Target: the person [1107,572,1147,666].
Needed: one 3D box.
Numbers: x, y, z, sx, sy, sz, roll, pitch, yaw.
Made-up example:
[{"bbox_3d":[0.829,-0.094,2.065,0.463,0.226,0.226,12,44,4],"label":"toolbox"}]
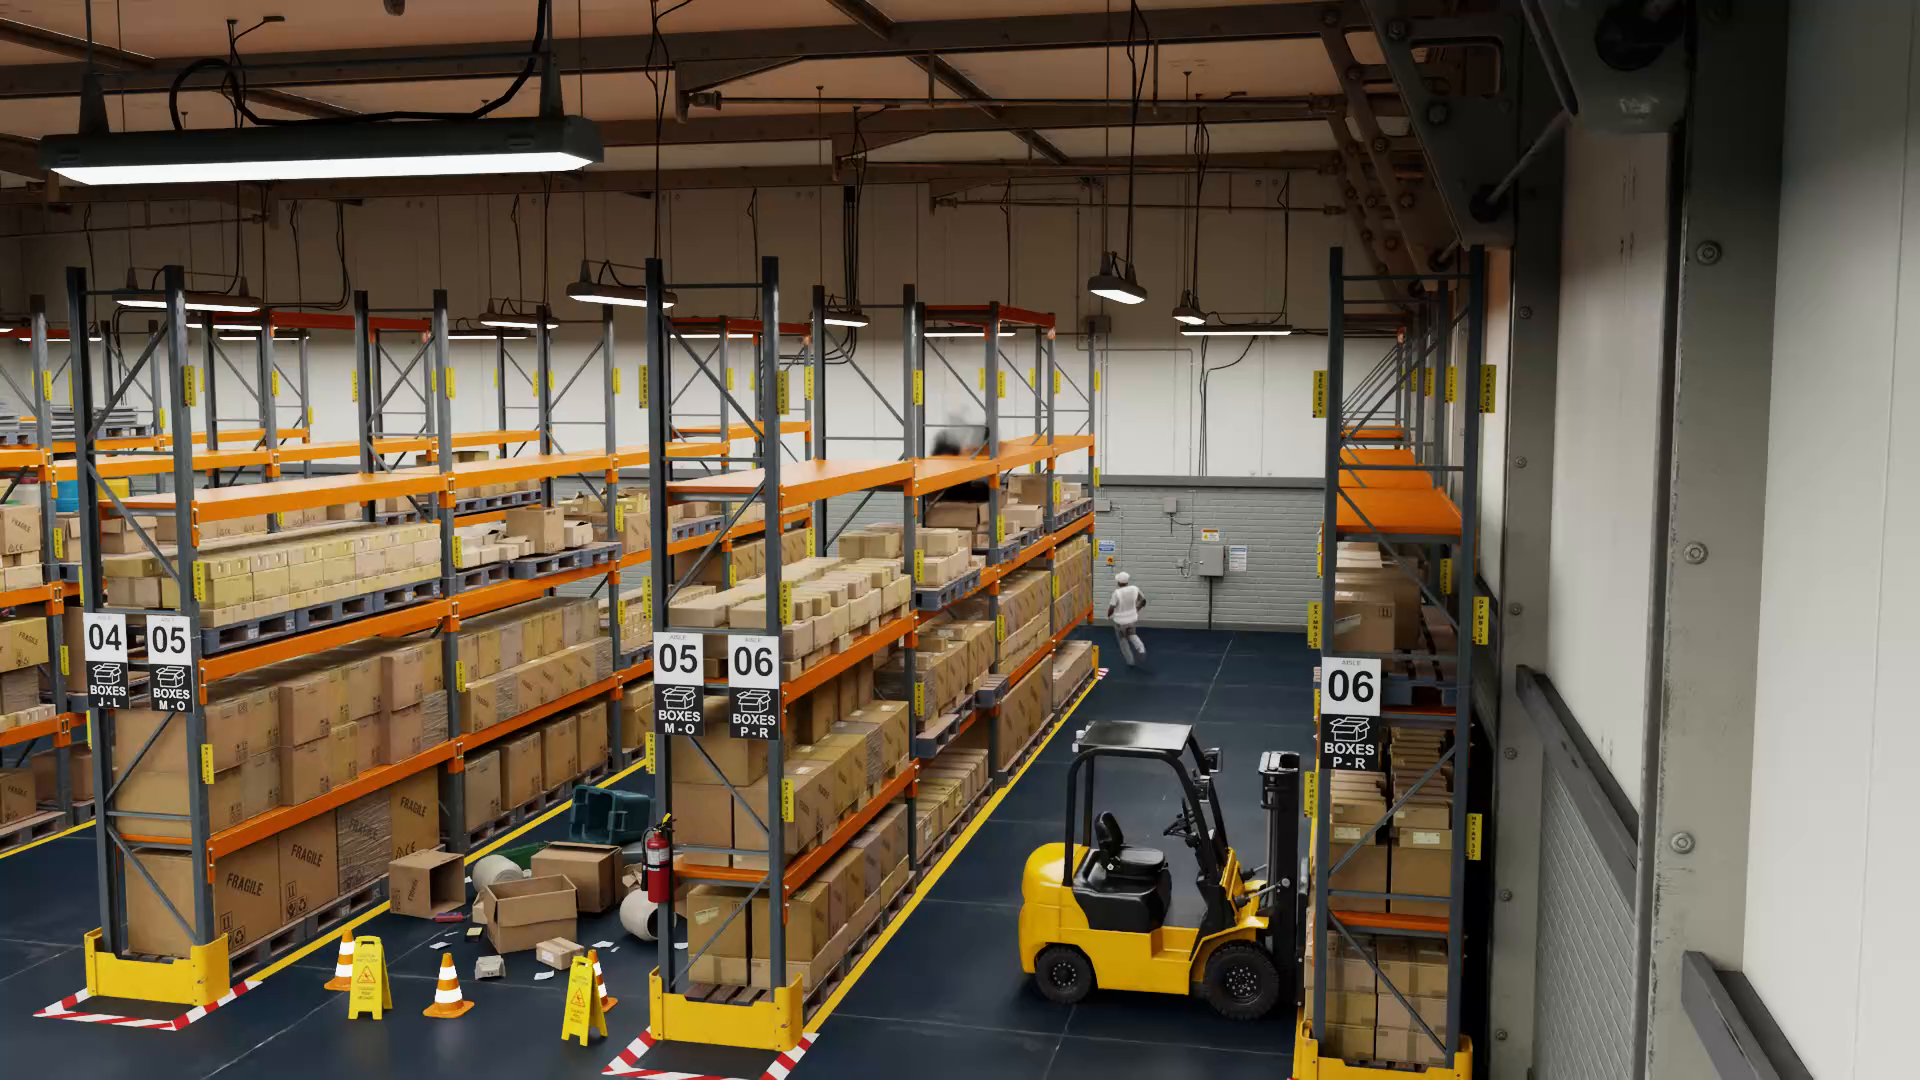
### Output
[{"bbox_3d":[2.868,1.375,29.108,0.739,1.687,0.554,-2,6,-18],"label":"person"}]
